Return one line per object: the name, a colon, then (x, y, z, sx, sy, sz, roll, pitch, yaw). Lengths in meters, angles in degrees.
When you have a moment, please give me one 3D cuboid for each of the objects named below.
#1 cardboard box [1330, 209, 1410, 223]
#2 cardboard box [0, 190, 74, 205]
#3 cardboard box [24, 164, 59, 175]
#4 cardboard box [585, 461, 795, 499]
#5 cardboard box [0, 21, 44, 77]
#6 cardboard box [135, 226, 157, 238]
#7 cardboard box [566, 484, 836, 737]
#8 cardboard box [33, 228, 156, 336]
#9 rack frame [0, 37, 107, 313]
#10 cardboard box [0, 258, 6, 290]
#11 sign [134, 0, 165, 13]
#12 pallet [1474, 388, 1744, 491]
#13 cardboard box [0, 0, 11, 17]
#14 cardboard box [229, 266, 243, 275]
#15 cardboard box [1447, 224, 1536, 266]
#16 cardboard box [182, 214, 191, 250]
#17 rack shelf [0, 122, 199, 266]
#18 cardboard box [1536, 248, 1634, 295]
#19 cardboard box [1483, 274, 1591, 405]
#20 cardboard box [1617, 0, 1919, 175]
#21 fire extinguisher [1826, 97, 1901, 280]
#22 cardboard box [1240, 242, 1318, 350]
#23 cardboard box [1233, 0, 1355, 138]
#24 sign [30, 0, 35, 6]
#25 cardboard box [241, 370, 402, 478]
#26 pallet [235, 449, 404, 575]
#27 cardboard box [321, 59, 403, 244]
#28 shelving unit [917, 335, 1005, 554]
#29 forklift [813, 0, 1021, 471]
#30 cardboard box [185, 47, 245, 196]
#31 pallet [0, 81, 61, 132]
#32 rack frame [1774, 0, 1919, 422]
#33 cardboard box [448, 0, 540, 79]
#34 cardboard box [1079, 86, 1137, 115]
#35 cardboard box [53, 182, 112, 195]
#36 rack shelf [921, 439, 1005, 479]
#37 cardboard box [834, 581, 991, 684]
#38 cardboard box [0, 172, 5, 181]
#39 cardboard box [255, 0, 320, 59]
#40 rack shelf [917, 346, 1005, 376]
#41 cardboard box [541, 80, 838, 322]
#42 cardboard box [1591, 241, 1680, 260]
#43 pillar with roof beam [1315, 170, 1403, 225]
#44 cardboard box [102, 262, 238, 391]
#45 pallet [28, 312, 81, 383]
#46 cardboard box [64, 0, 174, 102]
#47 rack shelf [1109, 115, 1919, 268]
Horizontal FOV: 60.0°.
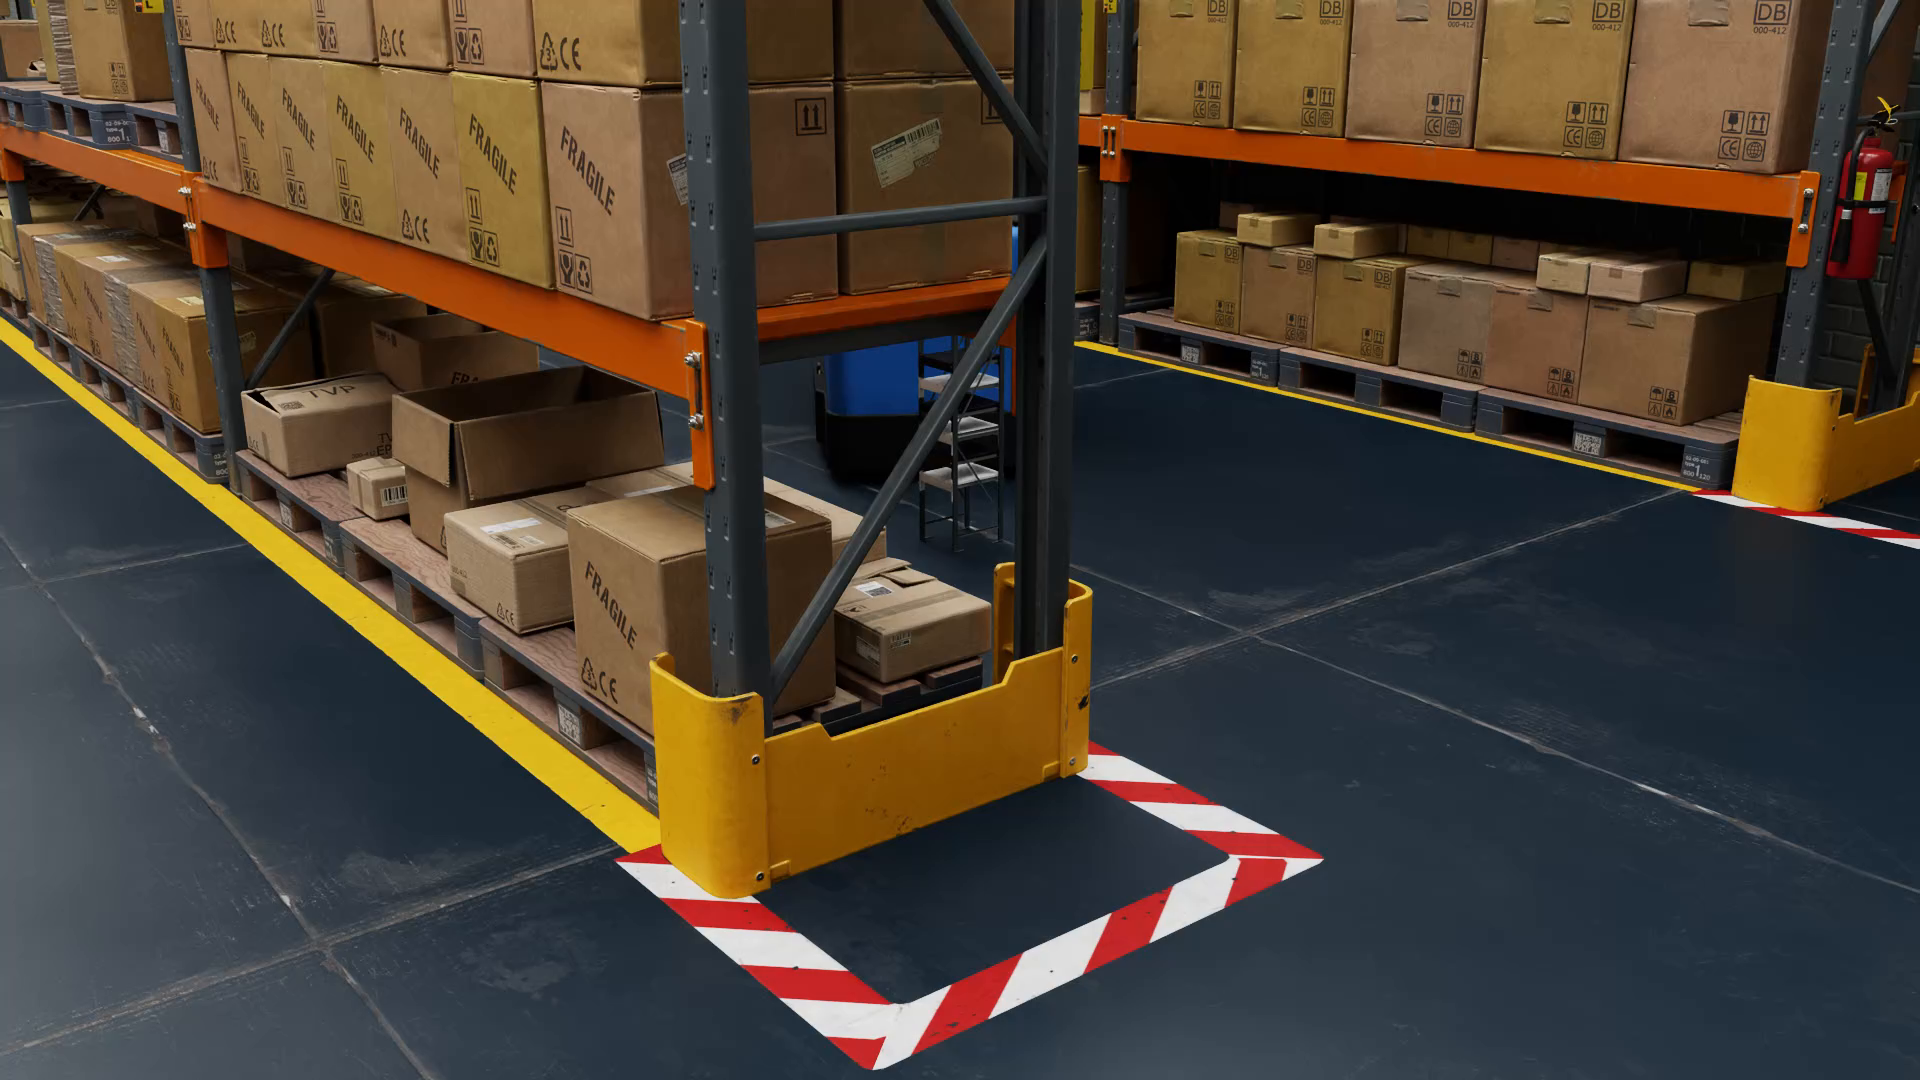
cardboard box: (2.196, -1.671, 8.915, 0.380, 0.149, 0.250, -15, 23, -38)
cardboard box: (-5.957, -2.061, 10.628, 0.500, 0.311, 0.500, -14, 23, -37)
cardboard box: (-6.790, -2.668, 12.461, 0.500, 0.311, 0.500, -13, 22, -35)
cardboard box: (-0.880, -0.061, 5.448, 0.500, 0.250, 0.500, -14, 23, -36)
cardboard box: (-6.165, -3.150, 10.946, 0.500, 0.500, 0.500, -16, 24, -39)
cardboard box: (-4.346, -1.530, 9.488, 0.500, 0.500, 0.500, -13, 22, -34)
cardboard box: (-0.674, 0.171, 4.352, 0.500, 0.500, 0.500, -14, 23, -36)
cardboard box: (-4.723, -1.419, 9.153, 0.500, 0.500, 0.500, -15, 24, -38)
rack frame: (-5.111, -2.693, 9.722, 1.000, 3.000, 0.127, -14, 23, -36)
cardboard box: (-5.951, -1.795, 10.718, 0.500, 0.250, 0.500, -14, 23, -37)
sign: (-3.060, -2.147, 6.234, 0.100, 0.325, 0.005, -14, 23, -36)
pallet: (3.179, -0.547, 7.679, 1.003, 0.211, 1.213, -14, 23, -36)
cardboard box: (-7.609, -4.138, 12.895, 0.380, 0.149, 0.250, -14, 23, -36)
cardboard box: (-3.381, -1.150, 8.340, 0.500, 0.500, 0.500, -14, 23, -35)
cardboard box: (2.670, -1.483, 8.346, 0.380, 0.149, 0.250, -14, 23, -36)
cardboard box: (-3.669, -1.622, 8.572, 0.500, 0.250, 0.500, -15, 23, -37)
rack shelf: (-3.869, -1.858, 8.347, 1.077, 0.370, 4.000, -14, 23, -36)
cardboard box: (2.842, -1.222, 7.556, 0.380, 0.149, 0.250, -13, 22, -35)
cardboard box: (2.913, -0.978, 7.853, 0.700, 0.500, 0.500, -14, 23, -36)
cardboard box: (3.413, -1.955, 7.018, 0.980, 0.700, 0.700, -13, 22, -34)
fire extinguisher: (3.469, -1.348, 6.378, 0.296, 0.674, 0.183, -14, 23, -36)
cardboard box: (1.947, -1.359, 9.002, 0.700, 0.500, 0.500, -14, 23, -37)
cardboard box: (2.027, -2.499, 8.661, 0.980, 0.700, 0.700, -15, 23, -37)
sign: (-7.175, -4.299, 12.856, 0.100, 0.325, 0.005, -14, 23, -36)
cardboard box: (-2.536, -0.494, 6.659, 0.500, 0.311, 0.500, -14, 23, -36)
pallet: (-2.202, -0.214, 6.672, 1.003, 0.211, 1.213, -14, 23, -36)
cardboard box: (-1.578, -1.201, 5.060, 0.500, 0.500, 0.500, -14, 23, -37)
shelving unit: (0.005, -0.425, 6.215, 0.258, 0.900, 0.210, -14, 23, -36)
forklift: (-0.182, -2.099, 8.040, 1.130, 2.935, 3.031, -2, 18, -5)
cardboard box: (-2.524, -1.576, 6.190, 0.500, 0.500, 0.500, -13, 22, -35)
pallet: (-4.635, -2.448, 9.289, 1.213, 0.211, 1.003, -14, 23, -36)
rack frame: (3.737, -1.689, 6.692, 1.000, 3.000, 0.127, -14, 23, -36)
cardboard box: (-0.950, -1.424, 4.141, 0.500, 0.500, 0.500, -13, 22, -35)
cardboard box: (0.822, -2.593, 9.789, 0.380, 0.149, 0.250, -14, 23, -36)
cardboard box: (-5.853, -2.293, 11.330, 0.500, 0.311, 0.500, -15, 23, -38)
rack shelf: (0.005, -0.308, 6.254, 0.258, 0.077, 0.200, -14, 23, -36)
cardboard box: (-0.134, 0.253, 4.662, 0.380, 0.149, 0.250, -14, 23, -36)
cardboard box: (-6.904, -2.436, 11.763, 0.500, 0.311, 0.500, -15, 23, -38)
cardboard box: (-1.916, -1.804, 5.290, 0.500, 0.500, 0.500, -15, 23, -38)
rack shelf: (0.005, -0.650, 6.141, 0.258, 0.077, 0.200, -14, 23, -36)
cardboard box: (-0.635, -0.826, 3.926, 0.500, 0.500, 0.500, -13, 22, -34)
cardboard box: (3.143, -1.296, 7.780, 0.380, 0.149, 0.250, -14, 23, -36)
pillar with roof beam: (-1.008, -4.679, 6.177, 9.100, 9.000, 0.400, -14, 23, -36)
cardboard box: (-3.770, -1.042, 8.014, 0.500, 0.500, 0.500, -14, 23, -35)
pallet: (-4.677, -1.177, 9.583, 1.003, 0.211, 1.213, -14, 23, -36)
cardboard box: (-3.773, -2.377, 7.942, 0.500, 0.500, 0.700, 13, 23, 35)
rack shelf: (2.495, -1.840, 8.293, 1.077, 0.370, 4.000, -14, 23, -36)
